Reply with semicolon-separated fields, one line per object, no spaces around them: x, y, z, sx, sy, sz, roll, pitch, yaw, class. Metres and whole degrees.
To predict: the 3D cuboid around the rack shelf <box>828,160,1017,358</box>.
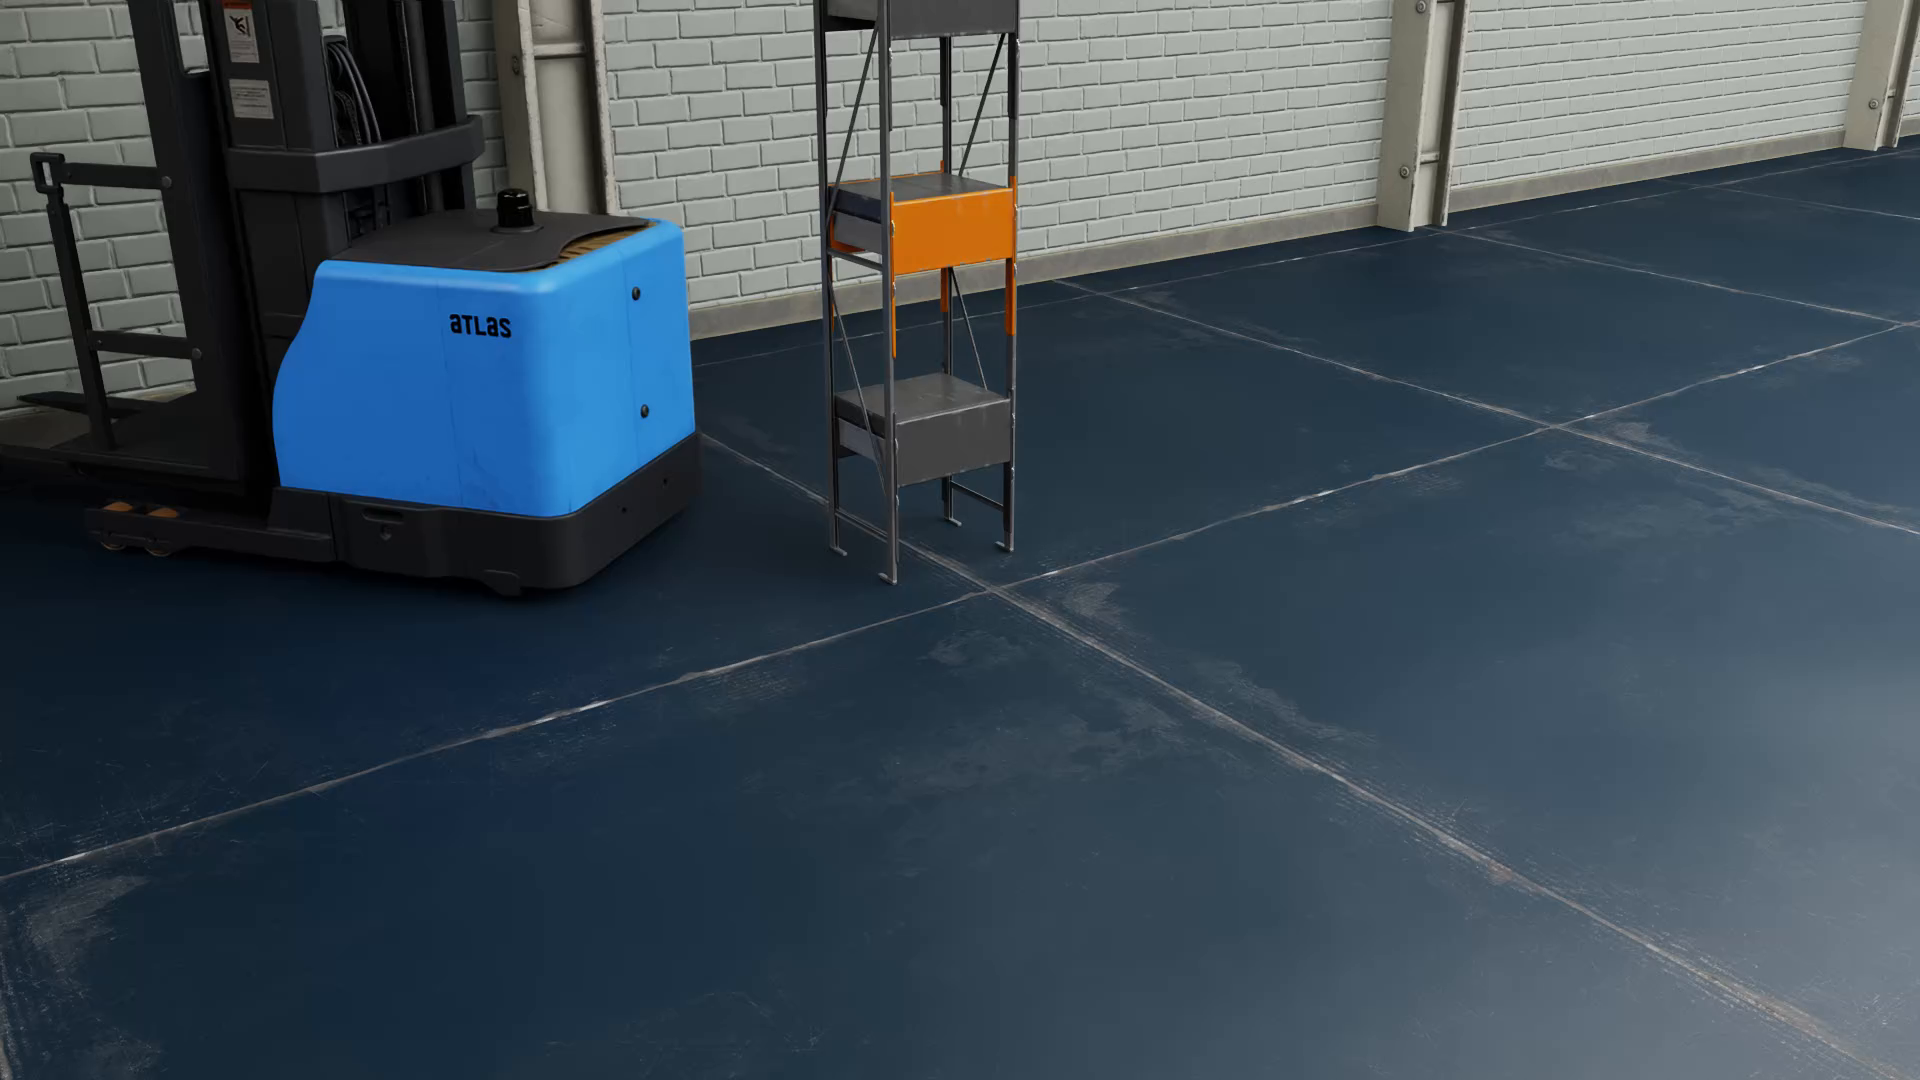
-0.134;-0.927;5.422;0.480;0.518;0.431;-15;26;-33;rack shelf

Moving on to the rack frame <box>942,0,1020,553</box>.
0.064;-0.992;5.550;0.015;2.100;0.400;-15;26;-33;rack frame

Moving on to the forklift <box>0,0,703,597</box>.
-2.524;-1.481;5.652;3.031;2.935;1.130;7;23;16;forklift

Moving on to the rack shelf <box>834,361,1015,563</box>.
-0.134;-0.277;5.682;0.480;0.518;0.431;-15;26;-33;rack shelf

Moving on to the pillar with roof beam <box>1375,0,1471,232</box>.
5.554;-5.014;6.320;0.400;9.000;9.100;-15;26;-33;pillar with roof beam

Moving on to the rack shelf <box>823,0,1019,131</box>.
-0.134;-1.577;5.163;0.480;0.518;0.431;-15;26;-33;rack shelf

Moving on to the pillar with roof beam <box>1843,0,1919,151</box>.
10.424;-6.313;9.575;0.400;9.000;9.100;-15;26;-33;pillar with roof beam

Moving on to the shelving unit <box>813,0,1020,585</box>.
-0.134;-0.939;5.417;0.503;2.100;0.431;-15;26;-33;shelving unit

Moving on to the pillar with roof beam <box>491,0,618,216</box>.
0.683;-3.716;3.066;0.400;9.000;9.100;-15;26;-33;pillar with roof beam

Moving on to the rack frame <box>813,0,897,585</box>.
-0.332;-0.887;5.285;0.015;2.100;0.400;-15;26;-33;rack frame
